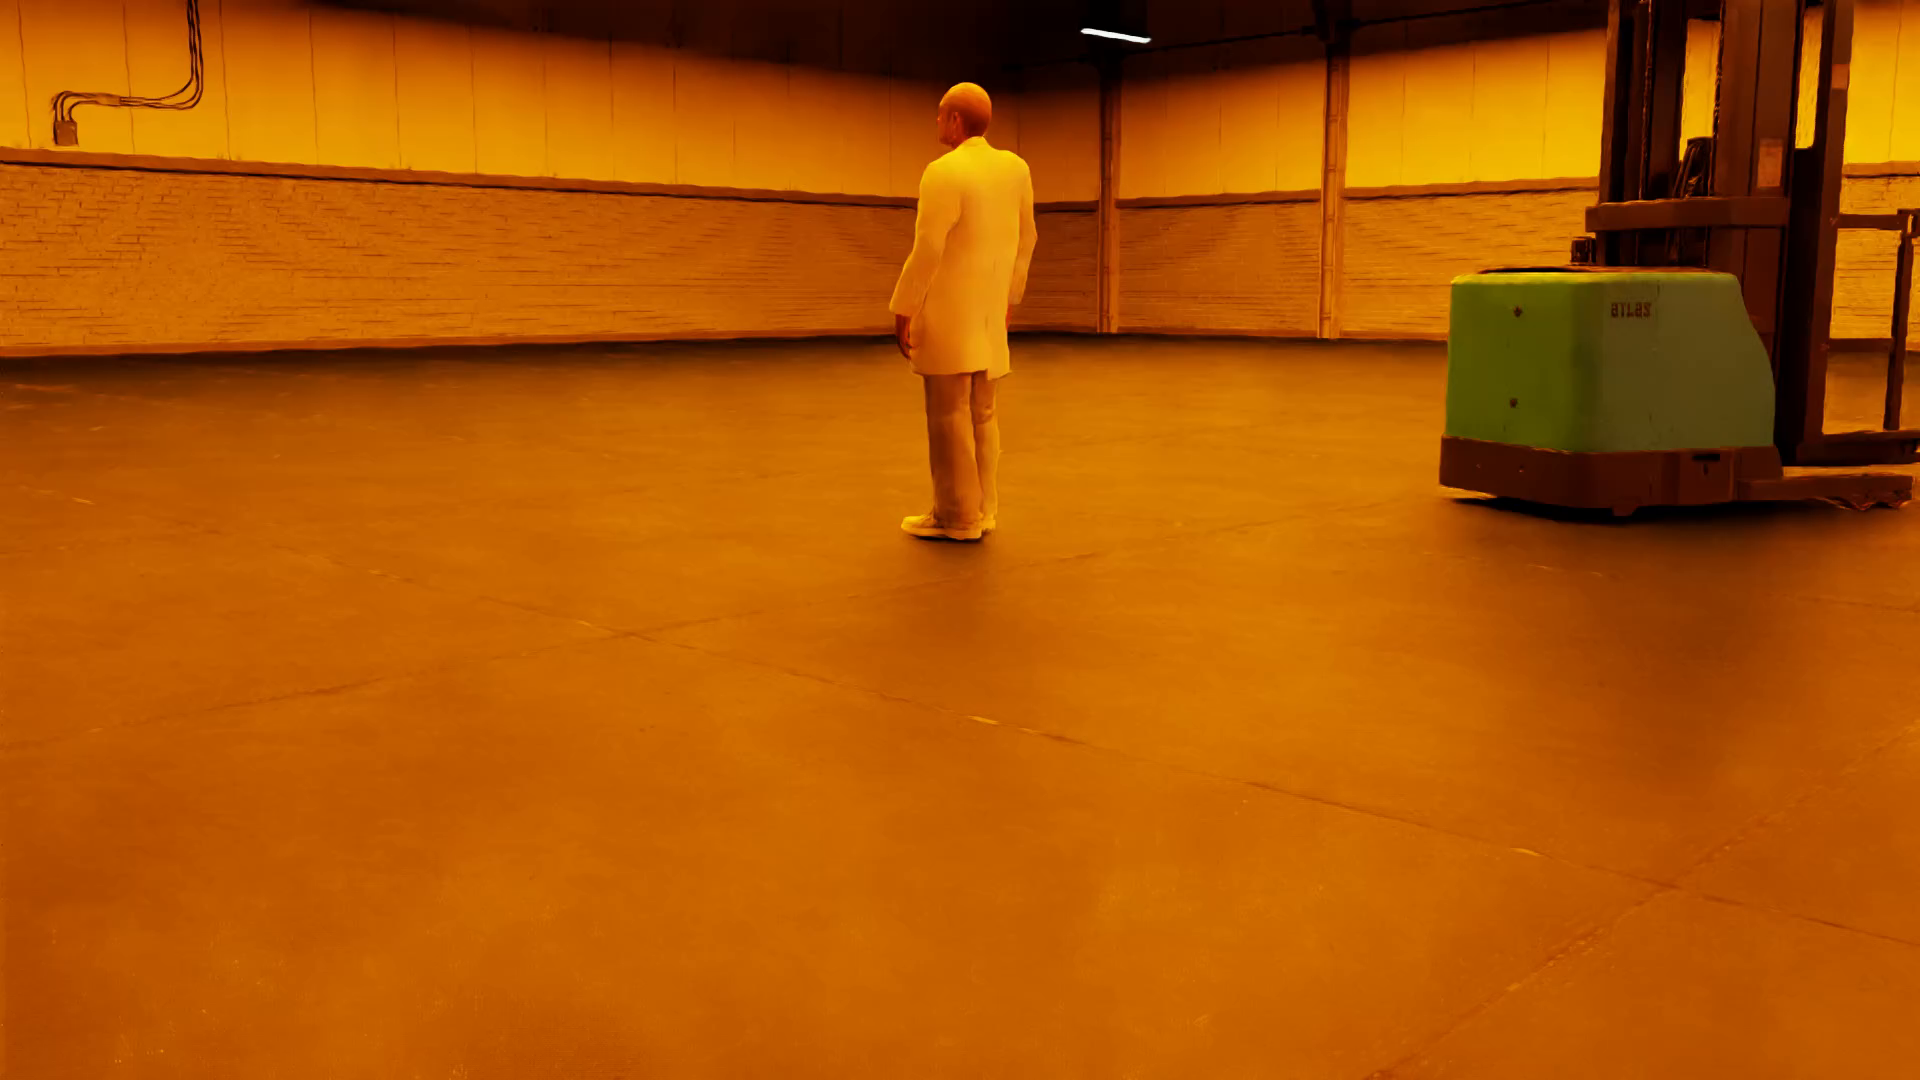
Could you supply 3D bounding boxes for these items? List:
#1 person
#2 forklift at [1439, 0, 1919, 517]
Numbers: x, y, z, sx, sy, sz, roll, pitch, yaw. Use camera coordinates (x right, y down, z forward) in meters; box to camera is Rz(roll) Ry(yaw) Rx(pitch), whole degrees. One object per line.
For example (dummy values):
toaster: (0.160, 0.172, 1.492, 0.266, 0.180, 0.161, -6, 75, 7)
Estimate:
person: (-0.062, -0.896, 6.650, 0.579, 1.776, 0.694, 8, 12, 43)
forklift: (3.884, -1.658, 7.886, 3.031, 2.935, 1.130, -3, 9, -20)
